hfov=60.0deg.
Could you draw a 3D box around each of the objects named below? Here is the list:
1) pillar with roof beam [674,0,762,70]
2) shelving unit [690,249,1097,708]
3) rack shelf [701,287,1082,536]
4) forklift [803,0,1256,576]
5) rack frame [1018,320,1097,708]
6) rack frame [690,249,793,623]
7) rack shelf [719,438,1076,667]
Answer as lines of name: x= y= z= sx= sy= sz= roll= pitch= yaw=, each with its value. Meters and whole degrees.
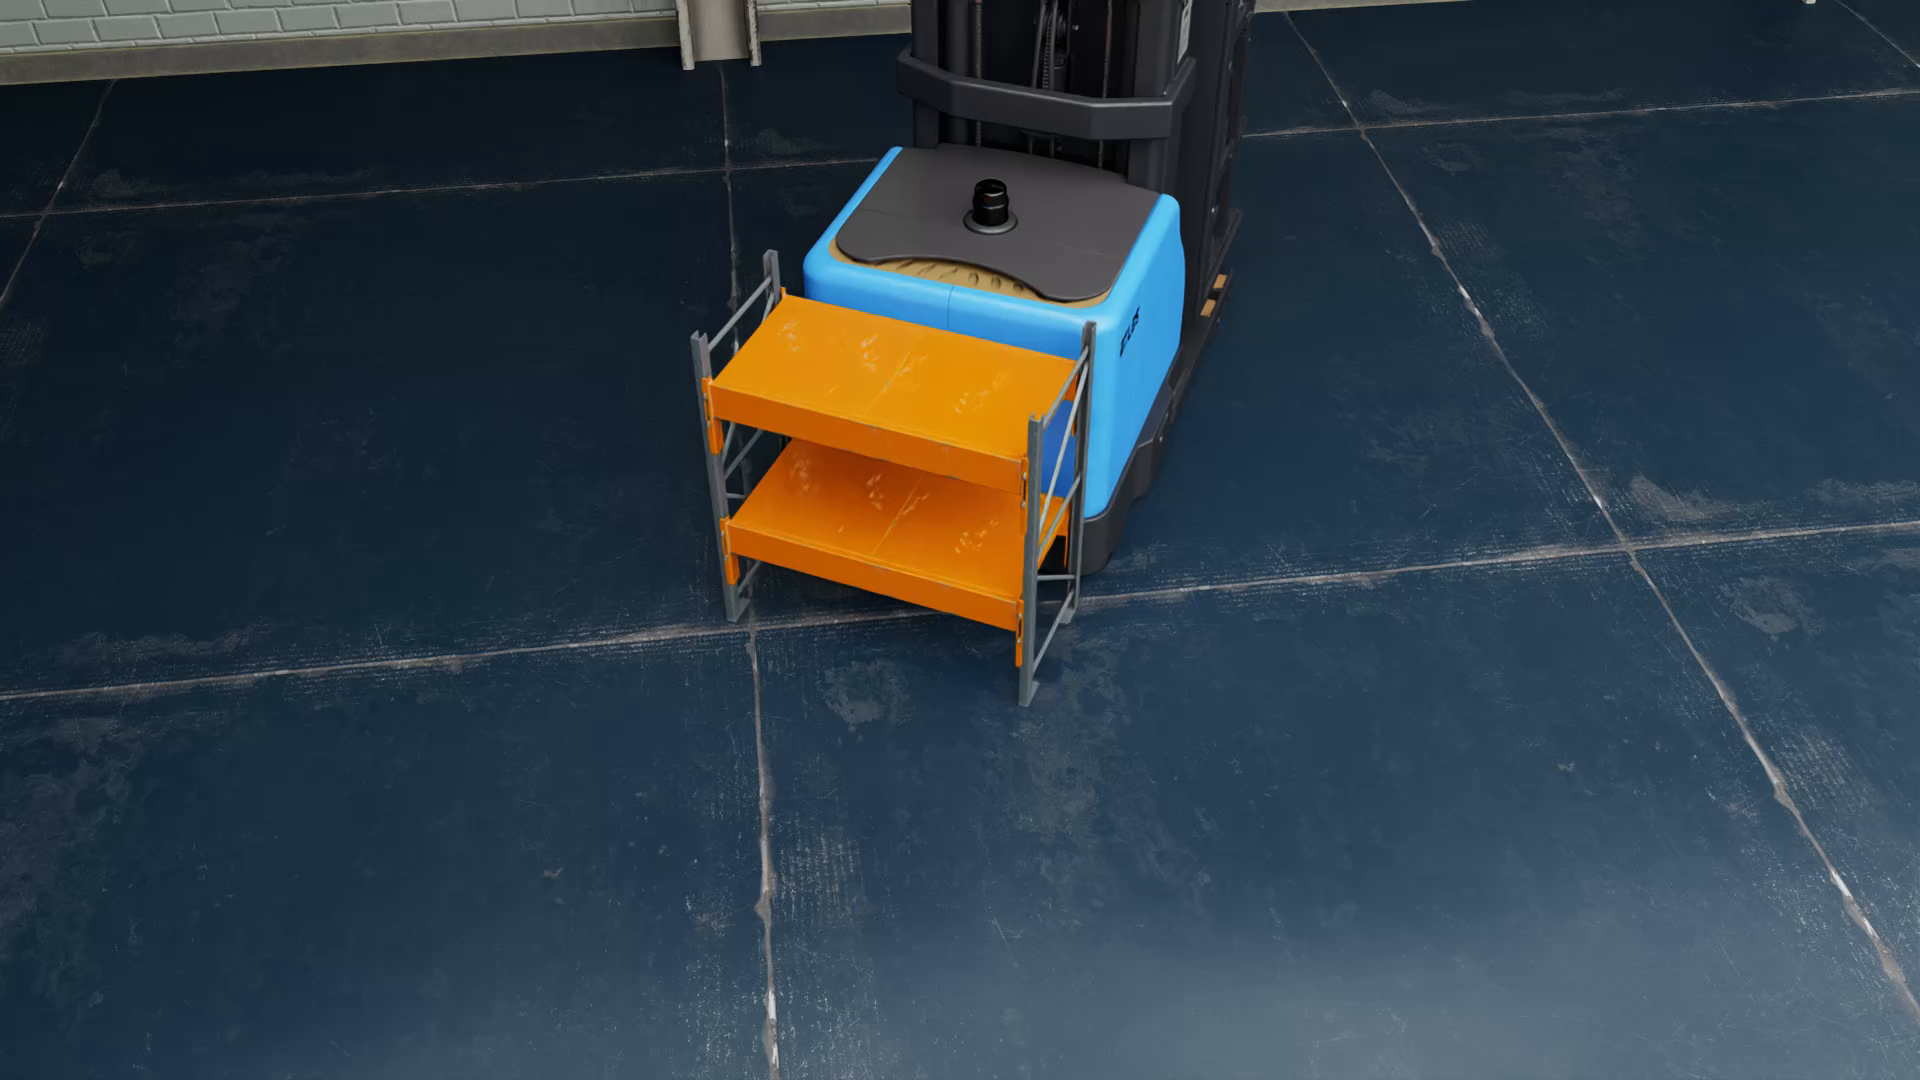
pillar with roof beam: x=-0.662 y=-2.970 z=2.324 sx=0.400 sy=9.000 sz=9.100 roll=-5 pitch=42 yaw=-6
shelving unit: x=-0.185 y=-0.180 z=5.110 sx=1.048 sy=1.125 sz=0.538 roll=15 pitch=44 yaw=16
rack shelf: x=-0.185 y=-0.397 z=4.914 sx=1.000 sy=0.278 sz=0.538 roll=15 pitch=44 yaw=16
forklift: x=0.472 y=-1.969 z=5.745 sx=1.130 sy=2.935 sz=3.031 roll=14 pitch=44 yaw=15
rack frame: x=0.287 y=-0.055 z=4.971 sx=0.032 sy=1.125 sz=0.500 roll=15 pitch=44 yaw=16
rack frame: x=-0.658 y=-0.305 z=5.249 sx=0.032 sy=1.125 sz=0.500 roll=15 pitch=44 yaw=16
rack shelf: x=-0.185 y=0.002 z=5.273 sx=1.000 sy=0.278 sz=0.538 roll=15 pitch=44 yaw=16
